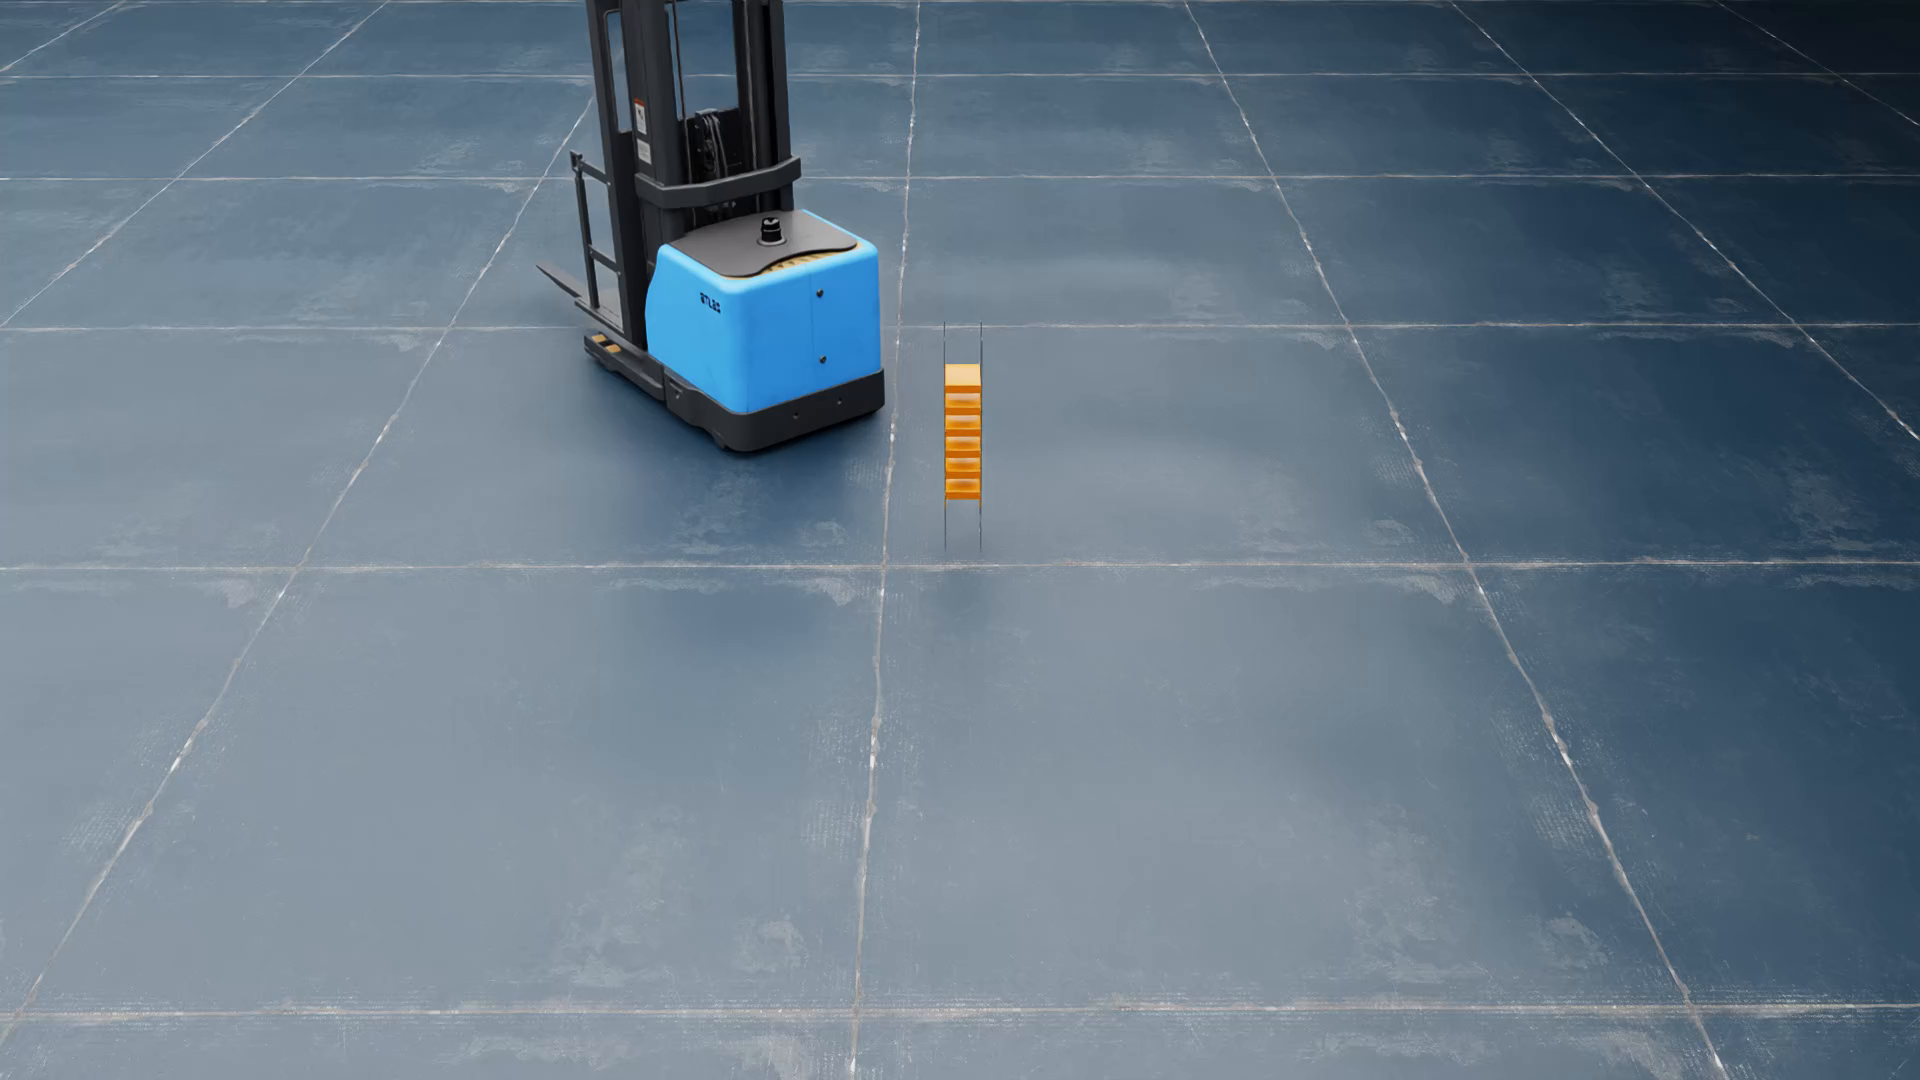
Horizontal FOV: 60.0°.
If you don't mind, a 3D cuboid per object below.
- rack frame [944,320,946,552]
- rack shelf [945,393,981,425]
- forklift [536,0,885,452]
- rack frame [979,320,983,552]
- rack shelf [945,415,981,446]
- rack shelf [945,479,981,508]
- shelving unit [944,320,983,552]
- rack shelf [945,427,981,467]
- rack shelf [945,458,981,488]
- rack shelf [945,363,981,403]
[{"bbox_3d":[-0.077,-0.513,8.438,0.006,1.200,0.240,0,31,0],"label":"rack frame"},{"bbox_3d":[0.014,-0.680,8.337,0.180,0.103,0.258,0,31,0],"label":"rack shelf"},{"bbox_3d":[-1.744,-2.458,9.976,1.130,2.935,3.031,-22,37,-31],"label":"forklift"},{"bbox_3d":[0.106,-0.513,8.439,0.006,1.200,0.240,0,31,0],"label":"rack frame"},{"bbox_3d":[0.014,-0.578,8.400,0.180,0.103,0.258,0,31,0],"label":"rack shelf"},{"bbox_3d":[0.014,-0.270,8.586,0.180,0.103,0.258,0,31,0],"label":"rack shelf"},{"bbox_3d":[0.014,-0.513,8.439,0.189,1.200,0.258,0,31,0],"label":"shelving unit"},{"bbox_3d":[0.014,-0.475,8.462,0.180,0.103,0.258,0,31,0],"label":"rack shelf"},{"bbox_3d":[0.014,-0.372,8.524,0.180,0.103,0.258,0,31,0],"label":"rack shelf"},{"bbox_3d":[0.014,-0.783,8.275,0.180,0.103,0.258,0,31,0],"label":"rack shelf"}]
